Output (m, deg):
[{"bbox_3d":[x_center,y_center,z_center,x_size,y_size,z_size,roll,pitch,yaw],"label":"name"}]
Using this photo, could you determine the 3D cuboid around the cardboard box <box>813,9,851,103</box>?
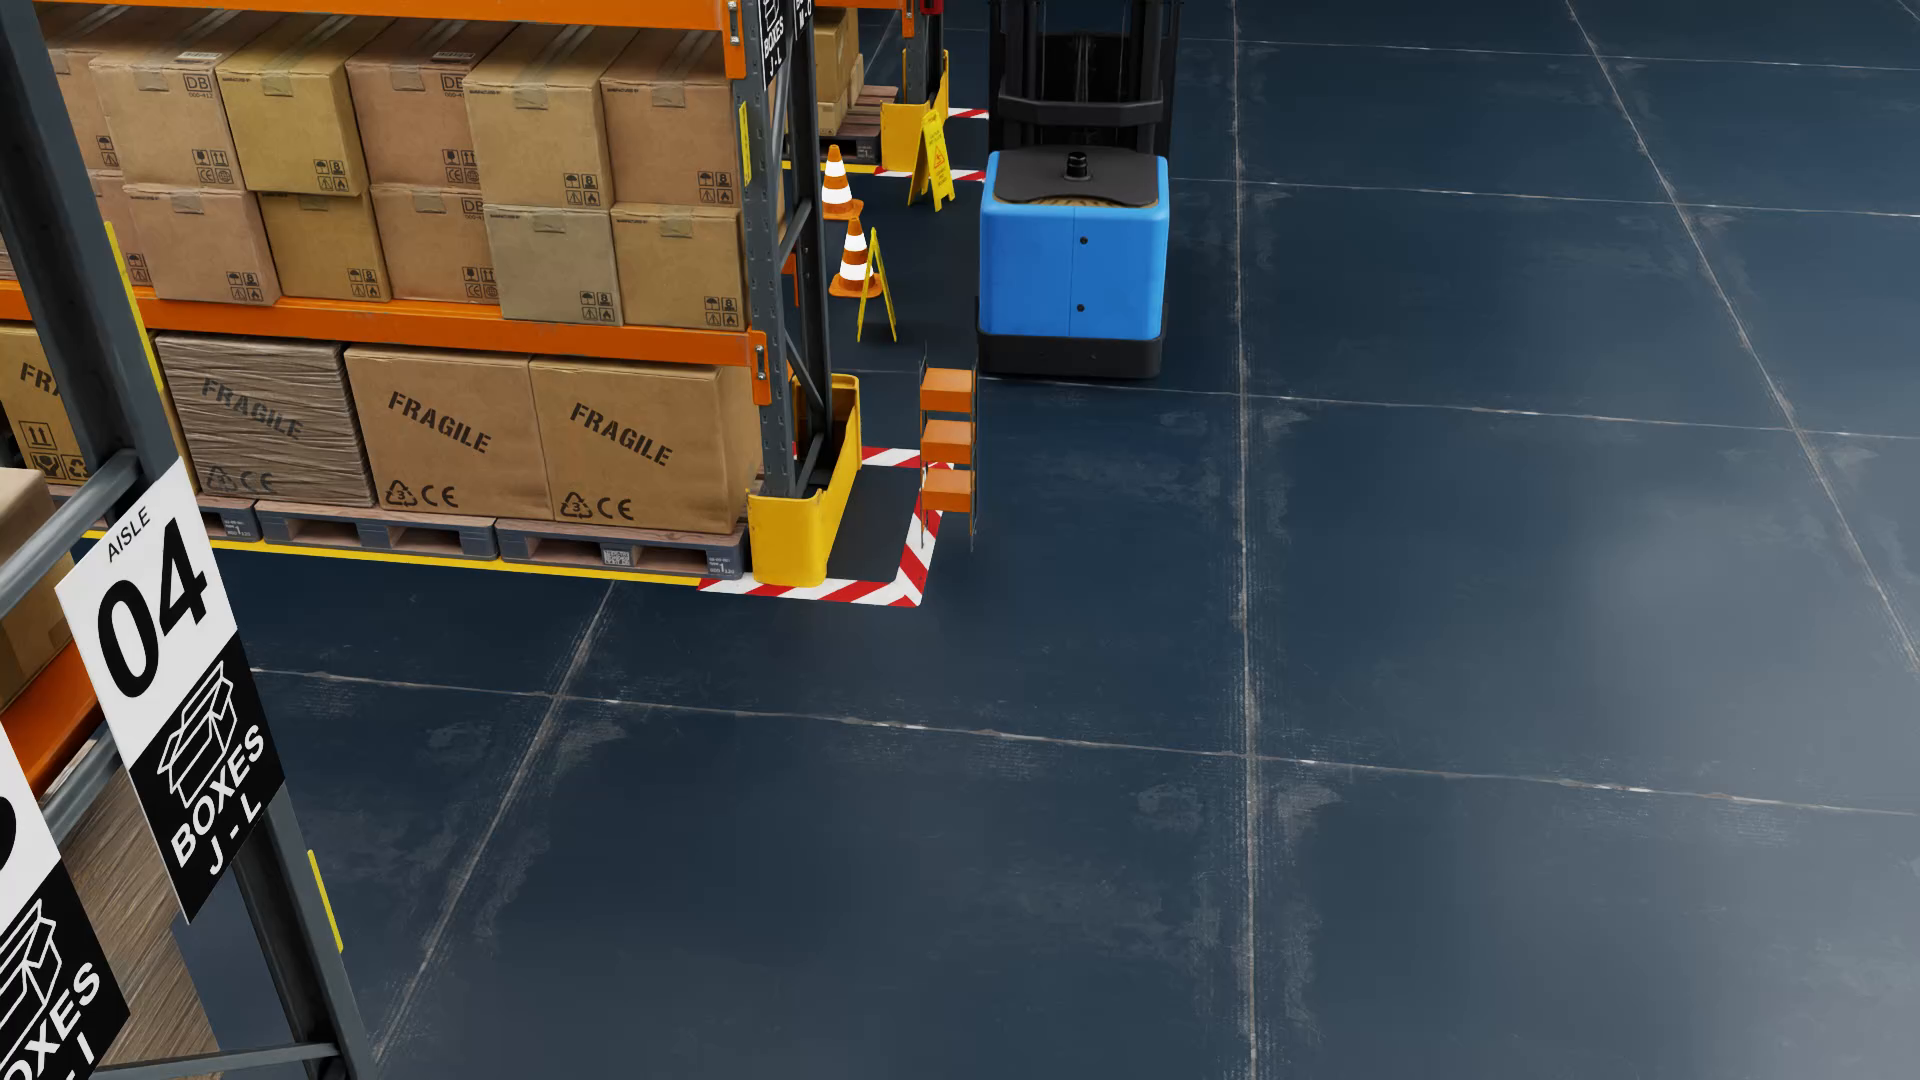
[{"bbox_3d":[-1.079,-3.465,11.883,0.500,0.500,0.500,4,36,6],"label":"cardboard box"}]

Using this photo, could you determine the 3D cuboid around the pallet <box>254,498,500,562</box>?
[{"bbox_3d":[-2.791,-0.311,8.504,1.213,0.211,1.003,4,36,6],"label":"pallet"}]

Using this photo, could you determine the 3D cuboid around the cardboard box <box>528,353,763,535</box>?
[{"bbox_3d":[-1.462,-0.658,8.057,0.875,0.875,0.875,4,36,6],"label":"cardboard box"}]

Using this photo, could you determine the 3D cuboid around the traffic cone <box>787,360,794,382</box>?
[{"bbox_3d":[-1.127,-1.165,9.484,0.334,0.463,0.336,4,36,6],"label":"traffic cone"}]

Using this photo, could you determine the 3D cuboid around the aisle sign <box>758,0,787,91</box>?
[{"bbox_3d":[-0.749,-2.220,6.540,0.004,0.787,0.394,4,36,6],"label":"aisle sign"}]

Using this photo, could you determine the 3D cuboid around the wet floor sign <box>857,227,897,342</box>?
[{"bbox_3d":[-0.500,-1.520,9.825,0.232,0.644,0.267,-2,36,-2],"label":"wet floor sign"}]

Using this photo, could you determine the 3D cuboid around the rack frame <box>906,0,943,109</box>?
[{"bbox_3d":[-0.251,-4.199,11.552,0.127,3.000,1.000,4,36,6],"label":"rack frame"}]

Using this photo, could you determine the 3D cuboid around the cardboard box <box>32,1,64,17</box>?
[{"bbox_3d":[-4.387,-2.089,7.537,0.550,0.550,0.875,4,36,6],"label":"cardboard box"}]

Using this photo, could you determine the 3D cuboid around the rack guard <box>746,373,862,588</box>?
[{"bbox_3d":[-0.757,-0.321,8.269,0.348,0.500,1.175,4,36,6],"label":"rack guard"}]

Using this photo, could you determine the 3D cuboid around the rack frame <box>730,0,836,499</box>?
[{"bbox_3d":[-0.781,-1.340,7.545,0.127,3.000,1.000,4,36,6],"label":"rack frame"}]

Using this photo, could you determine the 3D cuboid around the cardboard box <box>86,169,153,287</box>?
[{"bbox_3d":[-3.833,-1.649,7.849,0.550,0.550,0.875,4,36,6],"label":"cardboard box"}]

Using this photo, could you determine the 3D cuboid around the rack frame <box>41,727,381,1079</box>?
[{"bbox_3d":[-1.513,1.511,3.551,0.127,3.000,1.000,4,36,6],"label":"rack frame"}]

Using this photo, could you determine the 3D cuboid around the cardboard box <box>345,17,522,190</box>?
[{"bbox_3d":[-2.240,-1.997,7.408,0.550,0.550,0.875,4,36,6],"label":"cardboard box"}]

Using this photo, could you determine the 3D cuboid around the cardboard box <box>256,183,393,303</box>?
[{"bbox_3d":[-2.774,-1.560,7.724,0.500,0.550,0.875,4,36,6],"label":"cardboard box"}]

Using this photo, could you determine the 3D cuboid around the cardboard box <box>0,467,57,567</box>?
[{"bbox_3d":[-1.757,0.035,2.823,0.250,0.149,0.380,4,36,6],"label":"cardboard box"}]

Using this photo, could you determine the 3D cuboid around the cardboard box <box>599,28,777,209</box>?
[{"bbox_3d":[-1.144,-1.890,7.258,0.550,0.550,0.875,4,36,6],"label":"cardboard box"}]

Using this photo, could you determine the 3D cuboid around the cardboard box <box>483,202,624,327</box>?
[{"bbox_3d":[-1.703,-1.430,7.543,0.550,0.550,0.875,4,36,6],"label":"cardboard box"}]

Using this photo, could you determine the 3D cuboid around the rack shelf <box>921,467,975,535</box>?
[{"bbox_3d":[-0.053,-0.196,8.118,0.240,0.259,0.215,4,36,6],"label":"rack shelf"}]

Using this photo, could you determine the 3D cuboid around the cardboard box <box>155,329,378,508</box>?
[{"bbox_3d":[-3.239,-0.791,8.243,0.875,0.875,0.875,5,36,6],"label":"cardboard box"}]

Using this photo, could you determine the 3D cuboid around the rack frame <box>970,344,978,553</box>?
[{"bbox_3d":[0.068,-0.422,7.938,0.008,1.050,0.200,4,36,6],"label":"rack frame"}]

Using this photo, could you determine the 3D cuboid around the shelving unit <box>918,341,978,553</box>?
[{"bbox_3d":[-0.053,-0.431,7.951,0.252,1.050,0.215,4,36,6],"label":"shelving unit"}]

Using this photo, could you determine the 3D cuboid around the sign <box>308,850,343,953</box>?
[{"bbox_3d":[-1.444,0.846,3.738,0.005,0.325,0.100,4,36,6],"label":"sign"}]

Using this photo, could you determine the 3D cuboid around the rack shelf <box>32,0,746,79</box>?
[{"bbox_3d":[-2.765,-2.416,7.090,4.000,0.370,1.077,4,36,6],"label":"rack shelf"}]

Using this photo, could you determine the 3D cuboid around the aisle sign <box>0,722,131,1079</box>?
[{"bbox_3d":[-1.490,0.630,2.548,0.004,0.787,0.394,4,36,6],"label":"aisle sign"}]

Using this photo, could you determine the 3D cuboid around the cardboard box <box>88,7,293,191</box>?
[{"bbox_3d":[-3.309,-1.996,7.406,0.550,0.550,0.875,4,36,6],"label":"cardboard box"}]

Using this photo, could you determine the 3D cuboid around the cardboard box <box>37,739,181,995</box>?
[{"bbox_3d":[-2.024,0.744,3.422,0.500,0.500,0.500,4,36,6],"label":"cardboard box"}]

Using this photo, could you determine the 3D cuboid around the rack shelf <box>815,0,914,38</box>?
[{"bbox_3d":[-2.235,-4.055,11.968,4.000,0.370,1.077,4,36,6],"label":"rack shelf"}]

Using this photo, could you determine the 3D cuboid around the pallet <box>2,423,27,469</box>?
[{"bbox_3d":[-5.524,-0.514,8.789,1.213,0.211,1.003,4,36,6],"label":"pallet"}]

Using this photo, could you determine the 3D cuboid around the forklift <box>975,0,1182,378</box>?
[{"bbox_3d":[0.733,-2.944,9.852,1.130,2.935,3.031,3,36,4],"label":"forklift"}]

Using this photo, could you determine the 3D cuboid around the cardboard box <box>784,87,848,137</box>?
[{"bbox_3d":[-1.111,-3.158,12.098,0.500,0.250,0.500,4,36,6],"label":"cardboard box"}]

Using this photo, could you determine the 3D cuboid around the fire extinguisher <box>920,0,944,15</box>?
[{"bbox_3d":[-0.196,-3.894,11.191,0.183,0.674,0.296,4,36,6],"label":"fire extinguisher"}]

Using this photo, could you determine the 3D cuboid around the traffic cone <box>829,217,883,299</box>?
[{"bbox_3d":[-0.646,-1.791,10.361,0.334,0.463,0.336,4,36,6],"label":"traffic cone"}]
